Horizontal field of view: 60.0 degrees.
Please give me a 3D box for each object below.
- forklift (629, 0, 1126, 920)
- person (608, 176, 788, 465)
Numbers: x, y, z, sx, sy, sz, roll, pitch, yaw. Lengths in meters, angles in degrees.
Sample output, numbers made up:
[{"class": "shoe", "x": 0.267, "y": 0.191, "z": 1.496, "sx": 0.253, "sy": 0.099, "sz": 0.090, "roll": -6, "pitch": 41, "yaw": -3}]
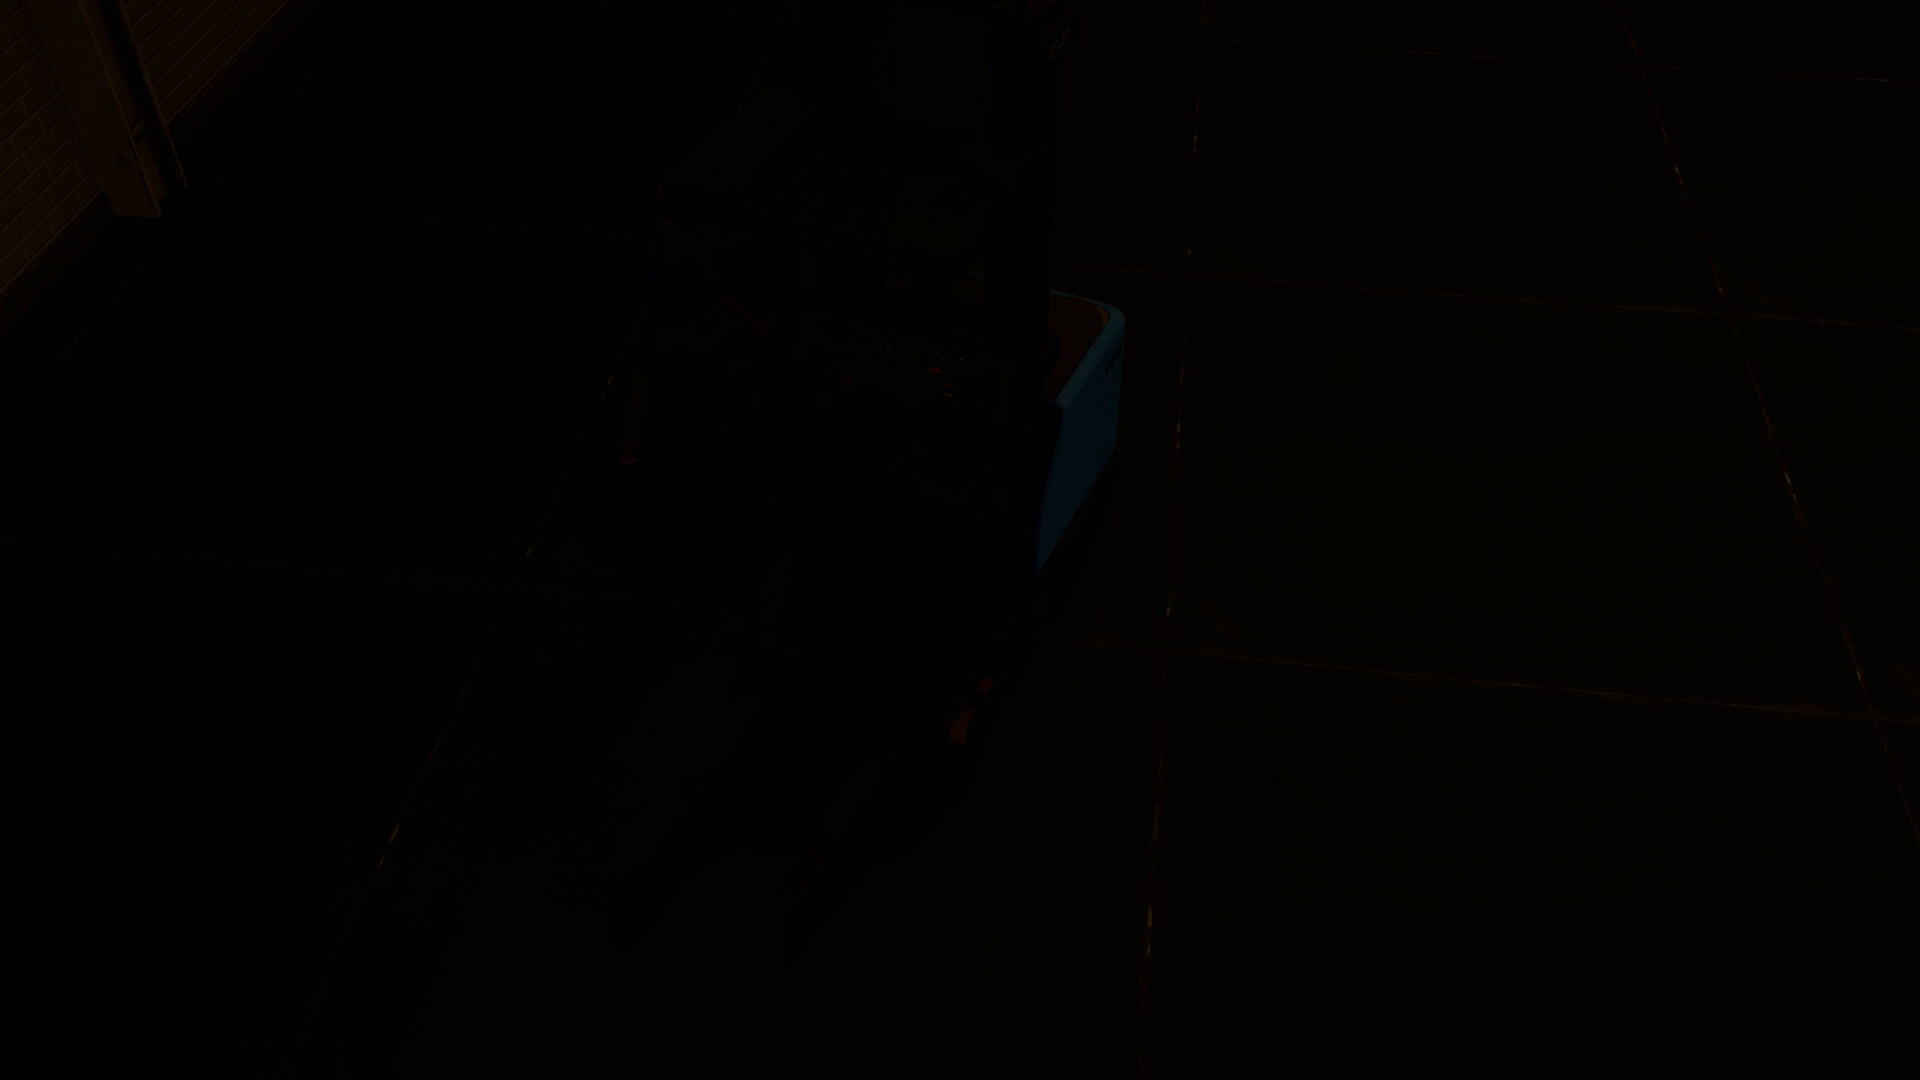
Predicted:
[{"class": "forklift", "x": -0.316, "y": -0.558, "z": 6.332, "sx": 1.130, "sy": 2.935, "sz": 3.031, "roll": 17, "pitch": 45, "yaw": 18}, {"class": "person", "x": -1.344, "y": -1.055, "z": 7.949, "sx": 0.896, "sy": 1.532, "sz": 0.693, "roll": 17, "pitch": 45, "yaw": 18}]
